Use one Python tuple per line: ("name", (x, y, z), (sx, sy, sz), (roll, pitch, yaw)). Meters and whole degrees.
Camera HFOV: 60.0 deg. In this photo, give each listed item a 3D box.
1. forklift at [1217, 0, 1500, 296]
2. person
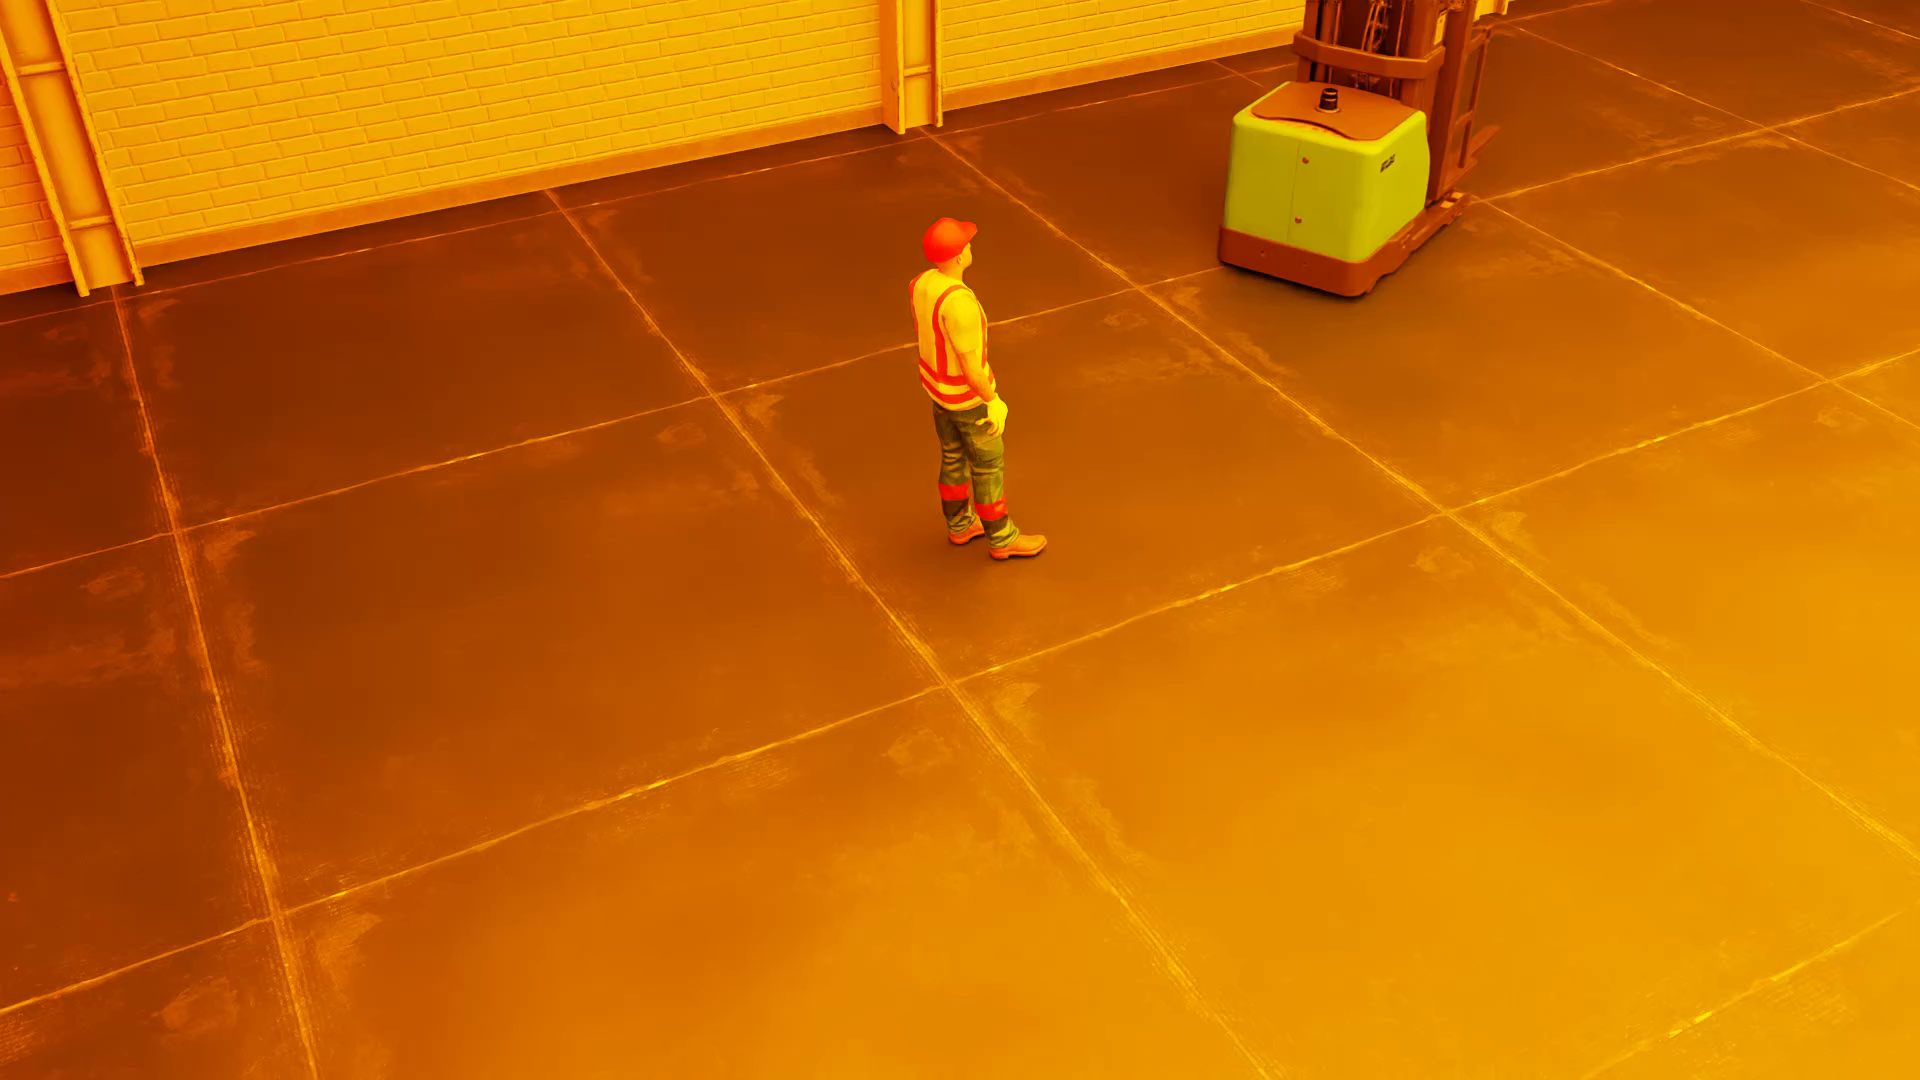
("forklift", (2.997, -3.580, 11.187), (1.130, 2.935, 3.031), (22, 41, 28))
("person", (0.077, -0.752, 8.164), (0.562, 1.790, 0.637), (-17, 39, -23))
